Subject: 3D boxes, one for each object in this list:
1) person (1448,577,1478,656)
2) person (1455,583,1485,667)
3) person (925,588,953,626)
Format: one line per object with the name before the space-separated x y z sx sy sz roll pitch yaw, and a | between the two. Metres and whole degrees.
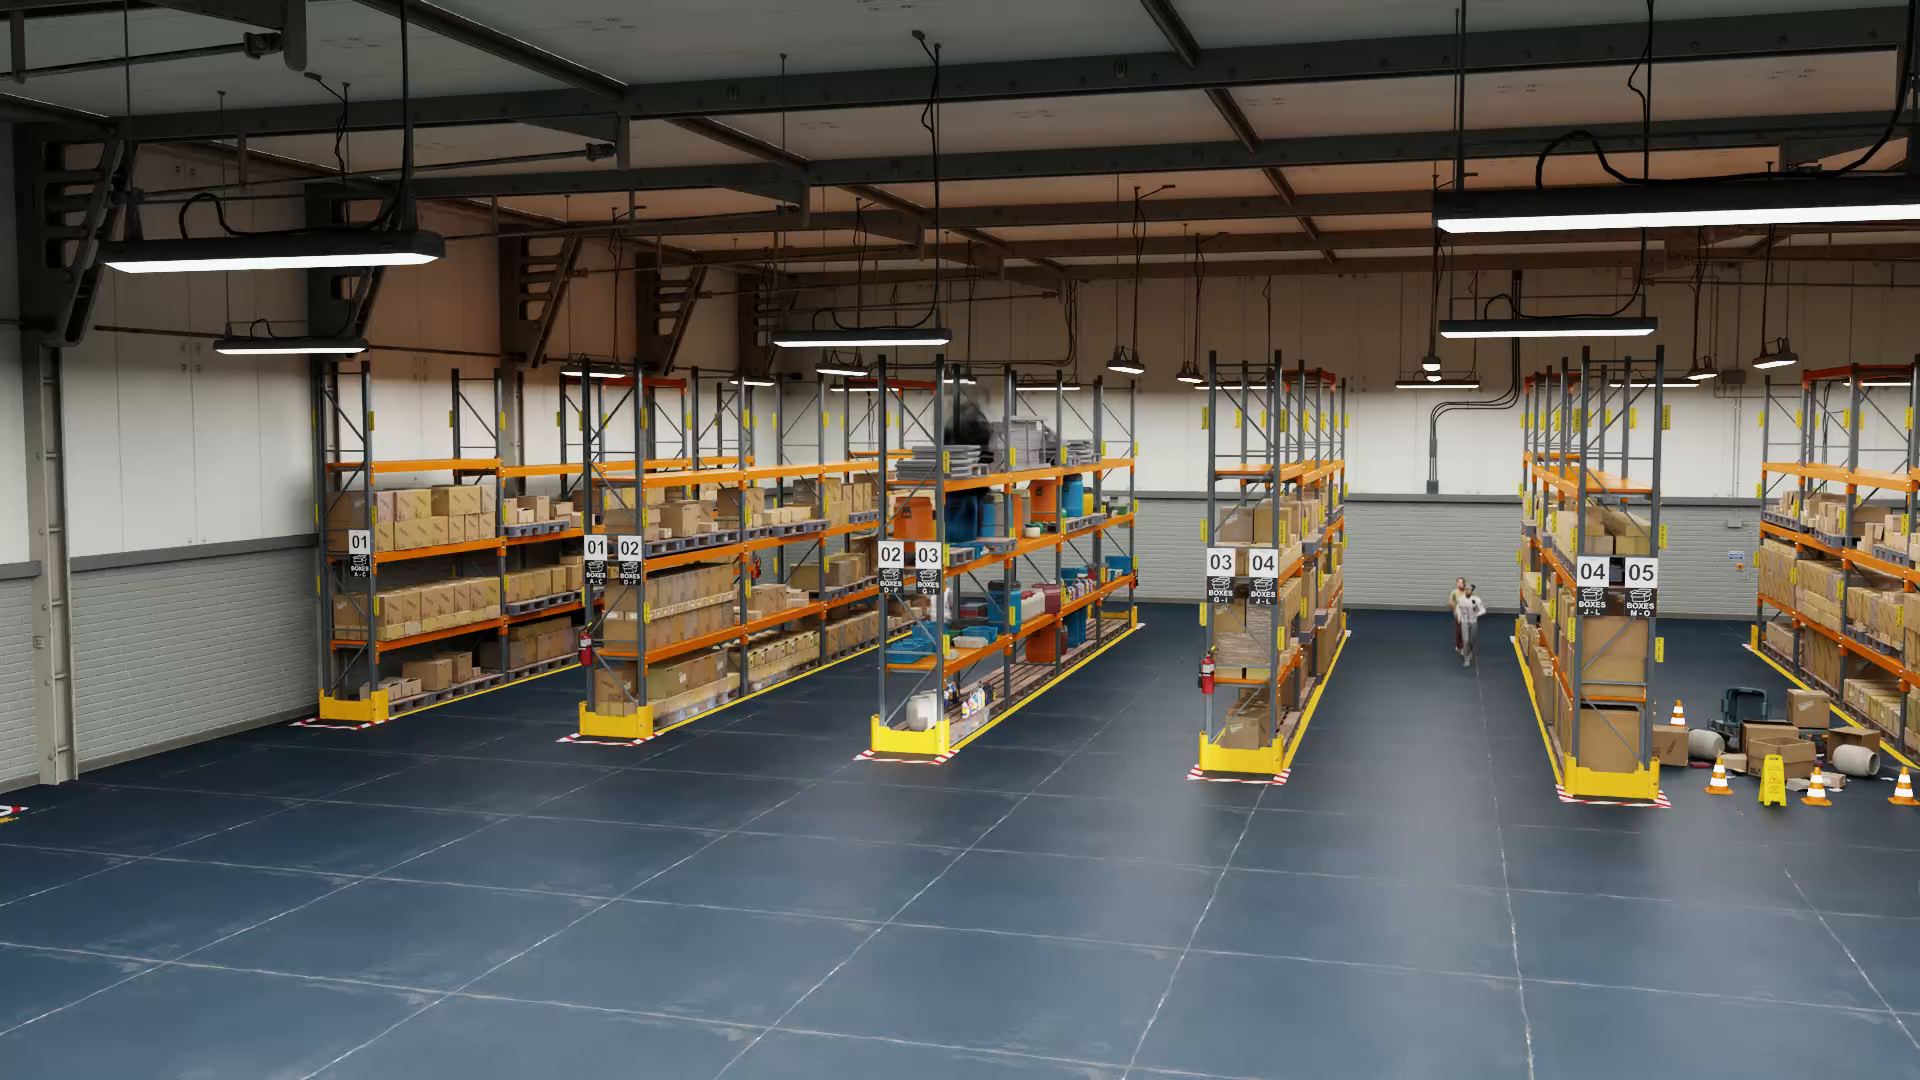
person | 10.761 1.625 35.597 0.582 1.671 0.843 2 4 24
person | 10.498 1.722 34.236 0.608 1.703 0.816 2 4 22
person | -0.439 1.627 34.909 0.670 1.783 0.661 1 4 7
